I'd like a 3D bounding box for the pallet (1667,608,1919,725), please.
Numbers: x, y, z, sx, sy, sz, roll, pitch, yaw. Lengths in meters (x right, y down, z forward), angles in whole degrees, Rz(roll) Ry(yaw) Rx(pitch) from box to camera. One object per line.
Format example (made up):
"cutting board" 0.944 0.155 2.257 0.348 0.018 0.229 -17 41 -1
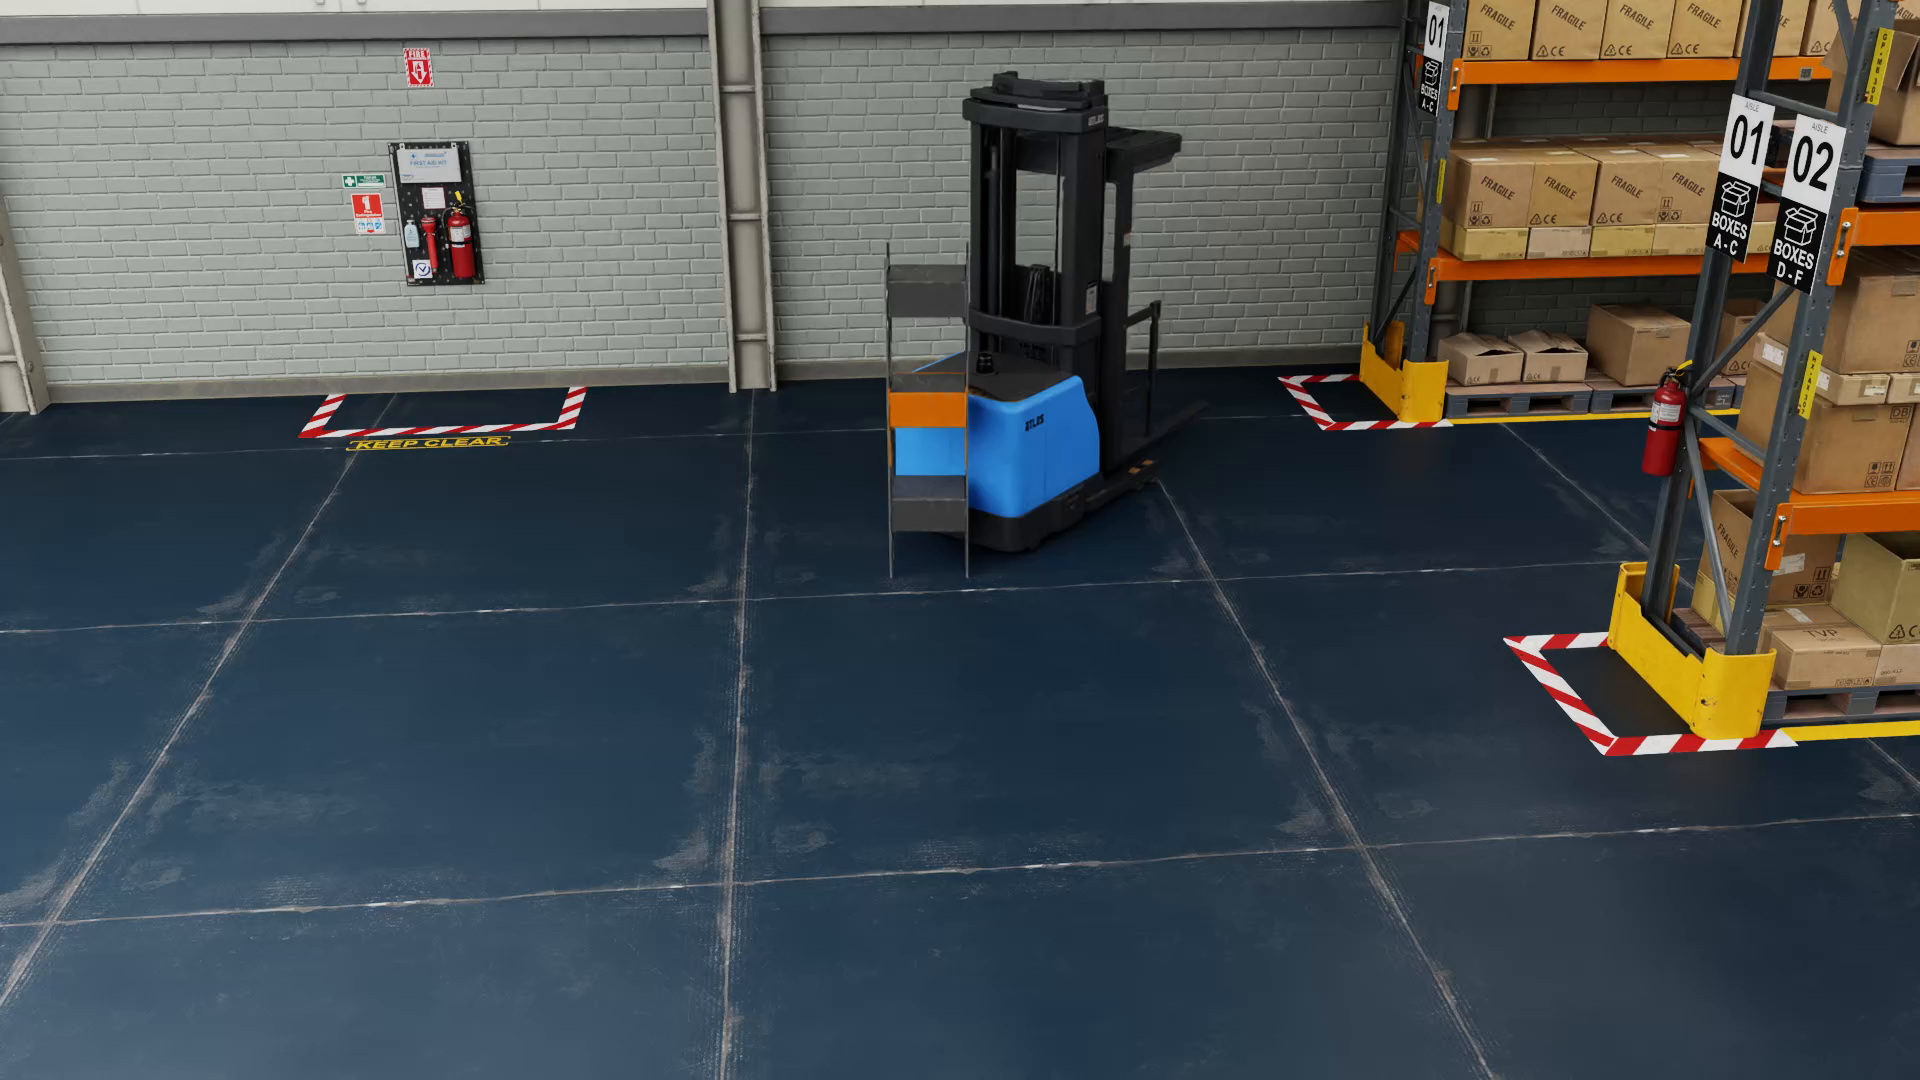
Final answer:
"pallet" 4.842 0.679 9.463 1.213 0.211 1.003 -2 24 -5

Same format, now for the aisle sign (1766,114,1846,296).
"aisle sign" 4.050 -1.609 7.977 0.004 0.787 0.394 -2 24 -5

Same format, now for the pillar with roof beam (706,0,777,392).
"pillar with roof beam" -1.341 -3.689 8.471 0.400 9.000 9.100 -2 24 -5

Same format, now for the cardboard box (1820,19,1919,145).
"cardboard box" 4.658 -2.243 8.093 0.637 0.503 0.797 -1 24 -1

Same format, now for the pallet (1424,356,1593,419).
"pallet" 4.483 -1.297 13.908 1.213 0.211 1.003 -2 24 -5

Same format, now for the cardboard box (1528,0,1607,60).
"cardboard box" 4.490 -3.895 12.479 0.500 0.500 0.500 -1 24 -2

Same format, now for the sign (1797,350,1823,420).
"sign" 4.134 -0.755 8.092 0.005 0.325 0.100 -2 24 -5

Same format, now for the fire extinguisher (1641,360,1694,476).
"fire extinguisher" 3.922 -0.696 9.217 0.183 0.674 0.296 -2 24 -5

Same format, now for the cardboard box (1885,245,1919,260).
"cardboard box" 5.127 -1.225 8.593 0.500 0.500 0.700 -3 24 -7

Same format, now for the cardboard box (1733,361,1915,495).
"cardboard box" 4.551 -0.607 8.800 0.500 0.500 0.700 -2 24 -5

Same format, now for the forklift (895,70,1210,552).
"forklift" 0.818 -1.800 11.690 1.130 2.935 3.031 16 29 32

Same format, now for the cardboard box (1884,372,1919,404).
"cardboard box" 4.760 -0.830 8.503 0.250 0.149 0.380 -3 24 -7

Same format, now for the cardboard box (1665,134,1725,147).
"cardboard box" 6.076 -3.022 13.592 0.500 0.500 0.500 -2 24 -4

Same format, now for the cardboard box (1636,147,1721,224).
"cardboard box" 5.620 -2.790 13.071 0.500 0.500 0.500 -2 24 -3

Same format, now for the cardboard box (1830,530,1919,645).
"cardboard box" 5.139 0.222 9.003 0.500 0.500 0.500 -2 24 -5

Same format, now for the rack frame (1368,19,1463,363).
"rack frame" 3.595 -2.550 13.294 0.127 3.000 1.000 -2 24 -5

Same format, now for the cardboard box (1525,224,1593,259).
"cardboard box" 4.627 -2.408 13.135 0.500 0.250 0.500 -3 24 -7

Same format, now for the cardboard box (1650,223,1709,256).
"cardboard box" 5.638 -2.445 13.219 0.500 0.250 0.500 -2 24 -5

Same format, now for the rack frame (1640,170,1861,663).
"rack frame" 4.086 -0.548 8.790 0.127 3.000 1.000 -2 24 -5

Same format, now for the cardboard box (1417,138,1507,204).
"cardboard box" 4.043 -2.938 13.404 0.500 0.500 0.500 -3 24 -6

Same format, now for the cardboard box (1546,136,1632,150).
"cardboard box" 5.059 -2.976 13.490 0.500 0.500 0.500 -3 24 -7

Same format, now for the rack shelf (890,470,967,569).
"rack shelf" -0.197 -0.134 10.724 0.480 0.518 0.431 0 24 0

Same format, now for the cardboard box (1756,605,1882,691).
"cardboard box" 4.641 0.585 9.109 0.500 0.250 0.500 -2 24 -5

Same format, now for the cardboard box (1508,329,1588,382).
"cardboard box" 4.860 -1.536 13.782 0.500 0.311 0.500 0 24 -1

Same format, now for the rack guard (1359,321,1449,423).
"rack guard" 3.671 -1.411 13.809 0.348 0.500 1.175 -2 24 -5

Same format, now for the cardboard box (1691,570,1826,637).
"cardboard box" 4.590 0.376 9.580 0.500 0.250 0.500 -2 24 -5

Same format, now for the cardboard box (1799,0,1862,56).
"cardboard box" 6.593 -4.000 12.716 0.500 0.500 0.500 -4 24 -10

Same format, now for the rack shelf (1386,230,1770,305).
"rack shelf" 5.585 -2.301 13.620 4.000 0.370 1.077 -2 24 -5

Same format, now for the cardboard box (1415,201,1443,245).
"cardboard box" 4.041 -2.588 13.539 0.500 0.250 0.500 -2 24 -4

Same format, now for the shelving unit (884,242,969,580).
"shelving unit" -0.197 -0.786 10.434 0.503 2.100 0.431 0 24 0

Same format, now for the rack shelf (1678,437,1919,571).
"rack shelf" 6.076 -0.299 9.115 4.000 0.370 1.077 -2 24 -5

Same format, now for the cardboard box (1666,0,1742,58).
"cardboard box" 5.538 -3.947 12.597 0.500 0.500 0.500 -1 24 -2

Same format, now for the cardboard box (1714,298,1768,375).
"cardboard box" 6.547 -1.711 13.942 0.500 0.500 0.500 -4 24 -9

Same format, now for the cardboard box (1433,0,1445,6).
"cardboard box" 3.985 -4.095 12.928 0.500 0.500 0.500 -1 24 -1

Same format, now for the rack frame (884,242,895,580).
"rack frame" -0.441 -0.787 10.435 0.015 2.100 0.400 0 24 0

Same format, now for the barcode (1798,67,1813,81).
"barcode" 4.338 -2.391 8.528 0.075 0.075 0.001 -2 24 -5

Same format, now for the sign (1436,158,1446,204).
"sign" 3.648 -2.726 12.625 0.005 0.325 0.100 -2 24 -5

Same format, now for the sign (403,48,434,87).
"sign" -4.245 -3.704 13.036 0.199 0.298 0.001 -2 24 -5

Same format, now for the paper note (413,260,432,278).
"paper note" -4.410 -2.223 13.643 0.142 0.148 0.016 -2 24 -5

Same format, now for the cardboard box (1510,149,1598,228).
"cardboard box" 4.592 -2.747 12.973 0.500 0.500 0.500 -2 24 -5
